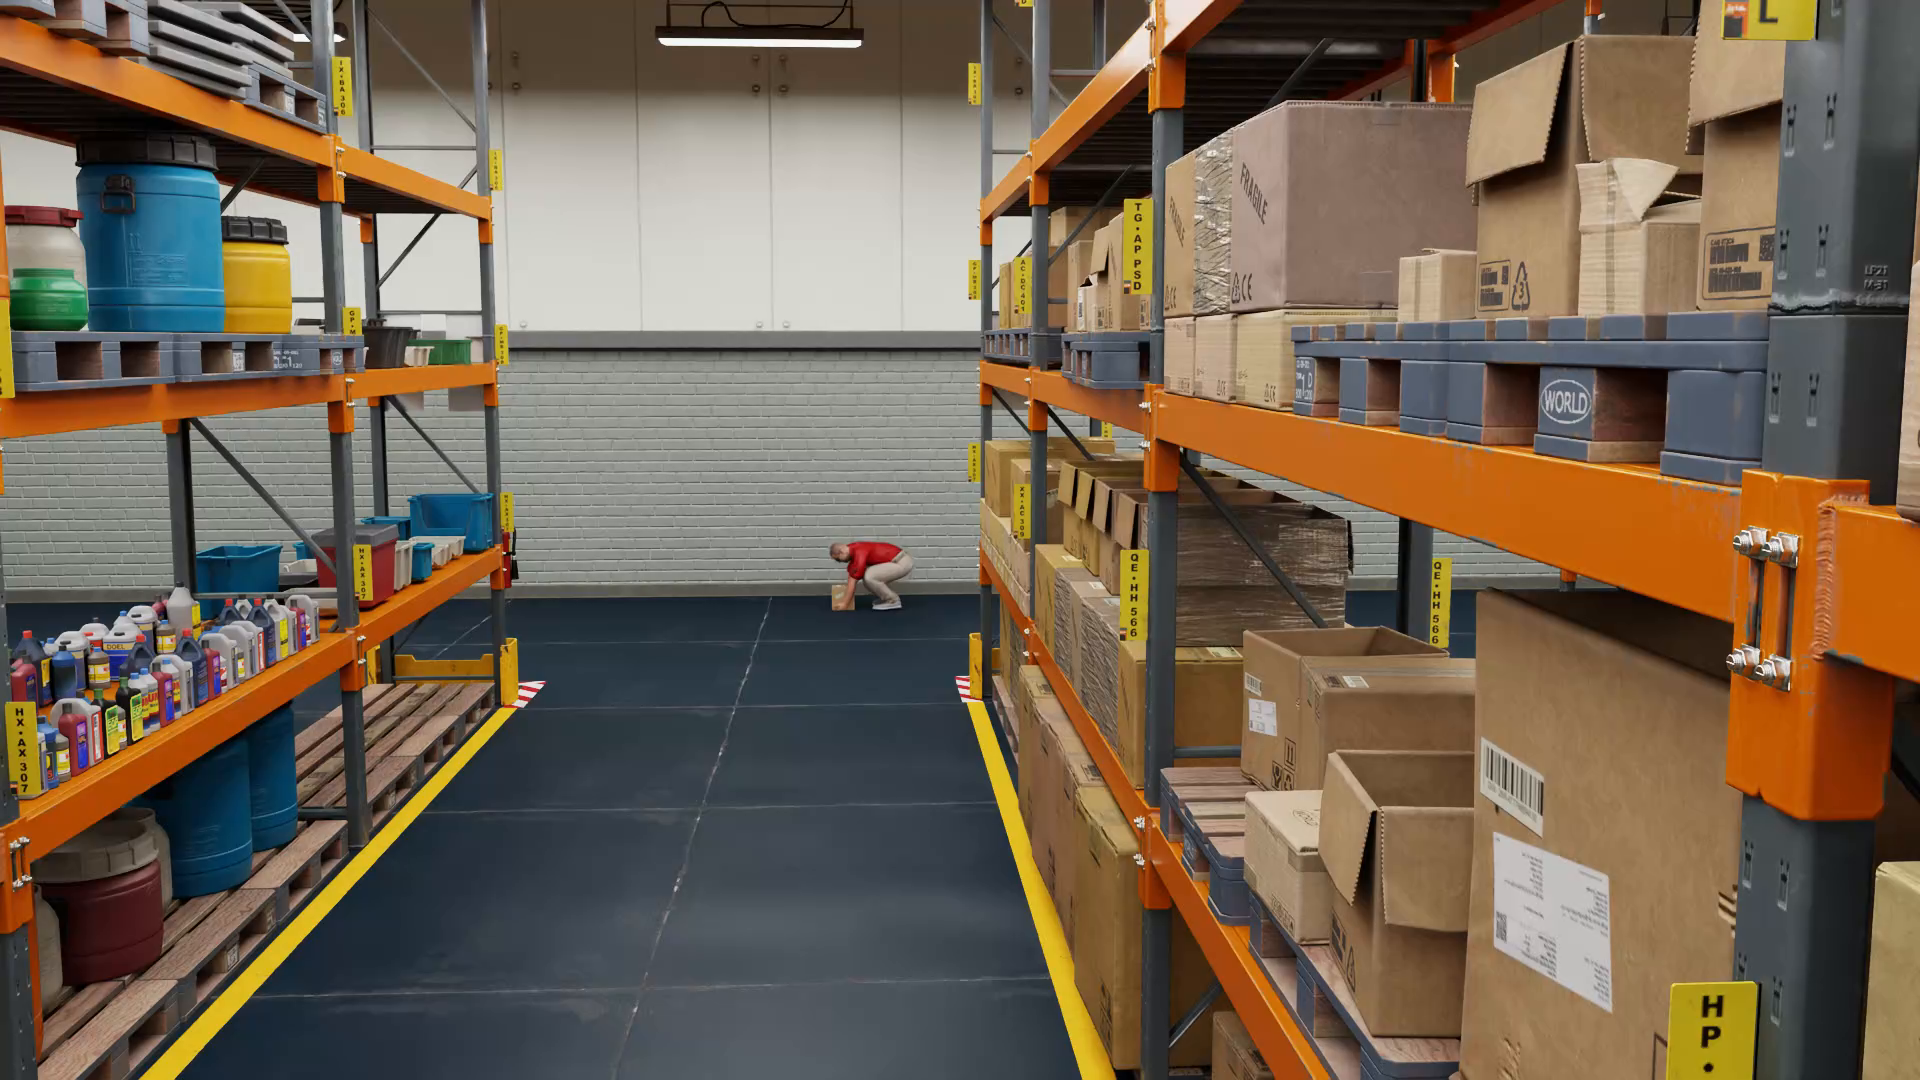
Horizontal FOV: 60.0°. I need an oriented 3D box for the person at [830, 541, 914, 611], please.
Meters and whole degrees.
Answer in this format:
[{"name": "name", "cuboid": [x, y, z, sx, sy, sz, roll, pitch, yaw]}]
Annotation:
[{"name": "person", "cuboid": [-0.989, 0.398, 18.639, 0.936, 0.784, 0.529, -1, 7, -5]}]
